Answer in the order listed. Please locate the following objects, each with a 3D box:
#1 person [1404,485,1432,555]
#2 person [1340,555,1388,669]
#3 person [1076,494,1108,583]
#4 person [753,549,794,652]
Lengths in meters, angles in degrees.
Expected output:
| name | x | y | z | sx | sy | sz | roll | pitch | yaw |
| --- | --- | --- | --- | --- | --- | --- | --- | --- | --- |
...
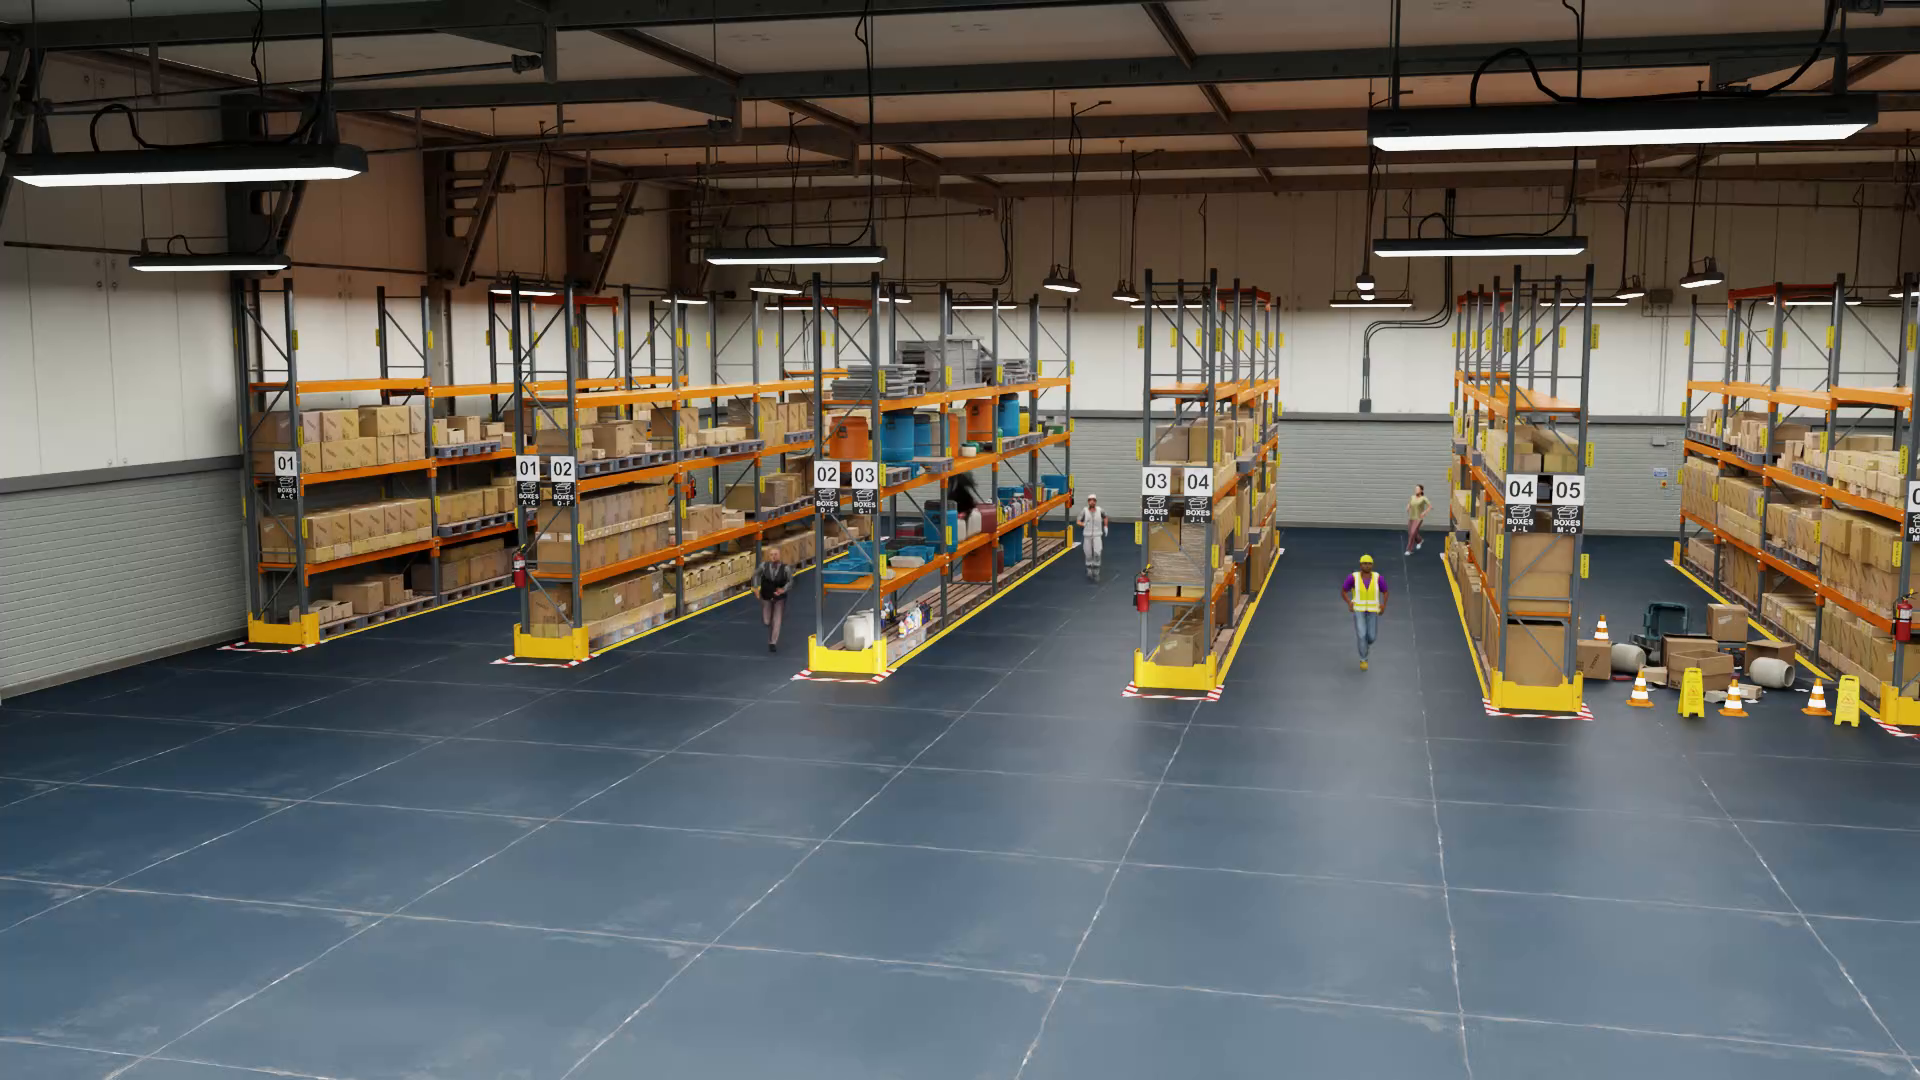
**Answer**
| name | x | y | z | sx | sy | sz | roll | pitch | yaw |
| --- | --- | --- | --- | --- | --- | --- | --- | --- | --- |
| person | 10.770 | -0.481 | 39.032 | 0.779 | 1.653 | 0.594 | -6 | 9 | -39 |
| person | 6.225 | 1.089 | 25.612 | 0.709 | 1.734 | 0.654 | 0 | 7 | 4 |
| person | 2.752 | -0.036 | 34.660 | 0.664 | 1.852 | 0.776 | 1 | 7 | 5 |
| person | -3.023 | 0.970 | 26.936 | 0.693 | 1.674 | 0.681 | 0 | 7 | 3 |
